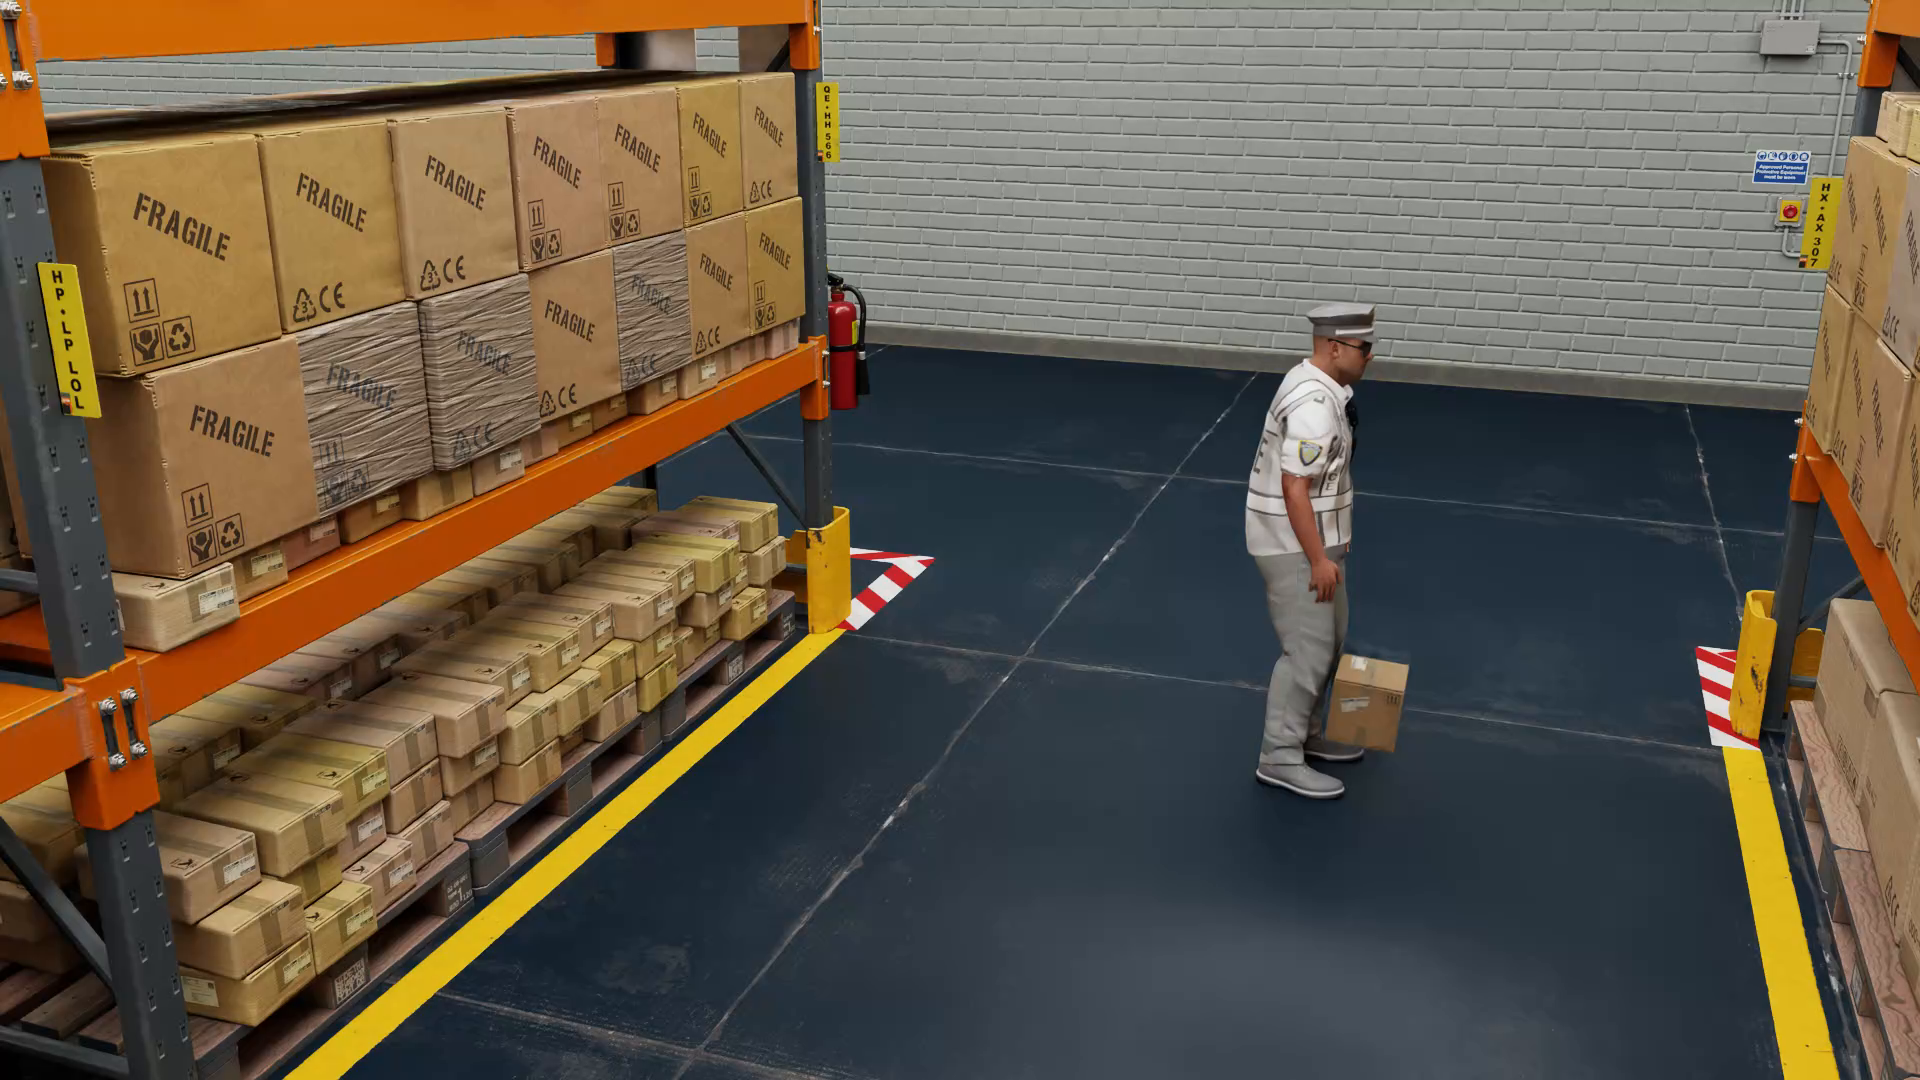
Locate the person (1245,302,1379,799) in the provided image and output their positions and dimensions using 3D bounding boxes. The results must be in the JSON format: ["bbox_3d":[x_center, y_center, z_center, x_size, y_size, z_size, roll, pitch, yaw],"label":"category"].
[{"bbox_3d":[1.271,0.013,6.006,0.476,1.749,0.570,6,19,17],"label":"person"}]
